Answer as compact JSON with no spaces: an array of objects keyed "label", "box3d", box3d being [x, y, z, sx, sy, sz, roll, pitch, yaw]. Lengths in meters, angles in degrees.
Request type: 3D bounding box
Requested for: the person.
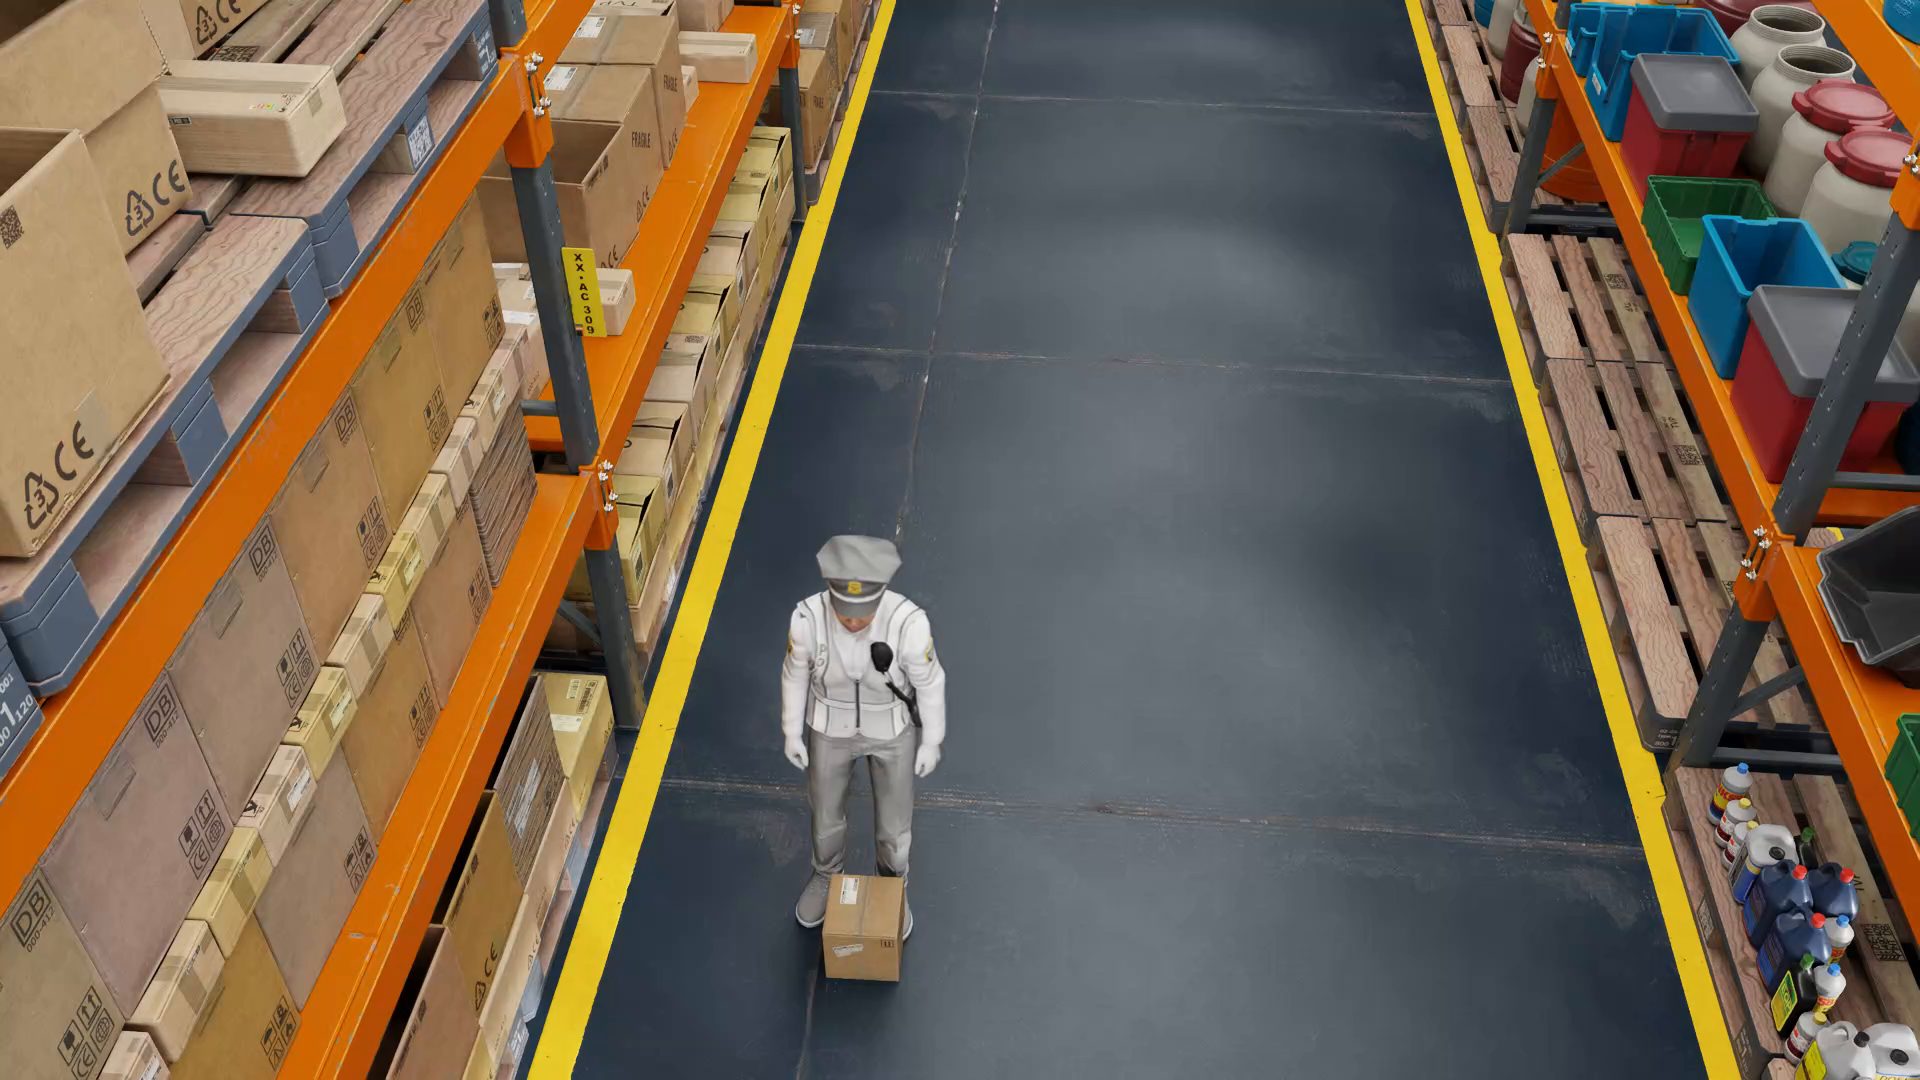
[{"label":"person","box3d":[-0.314,0.643,5.396,0.531,1.663,0.404,3,40,3]}]
